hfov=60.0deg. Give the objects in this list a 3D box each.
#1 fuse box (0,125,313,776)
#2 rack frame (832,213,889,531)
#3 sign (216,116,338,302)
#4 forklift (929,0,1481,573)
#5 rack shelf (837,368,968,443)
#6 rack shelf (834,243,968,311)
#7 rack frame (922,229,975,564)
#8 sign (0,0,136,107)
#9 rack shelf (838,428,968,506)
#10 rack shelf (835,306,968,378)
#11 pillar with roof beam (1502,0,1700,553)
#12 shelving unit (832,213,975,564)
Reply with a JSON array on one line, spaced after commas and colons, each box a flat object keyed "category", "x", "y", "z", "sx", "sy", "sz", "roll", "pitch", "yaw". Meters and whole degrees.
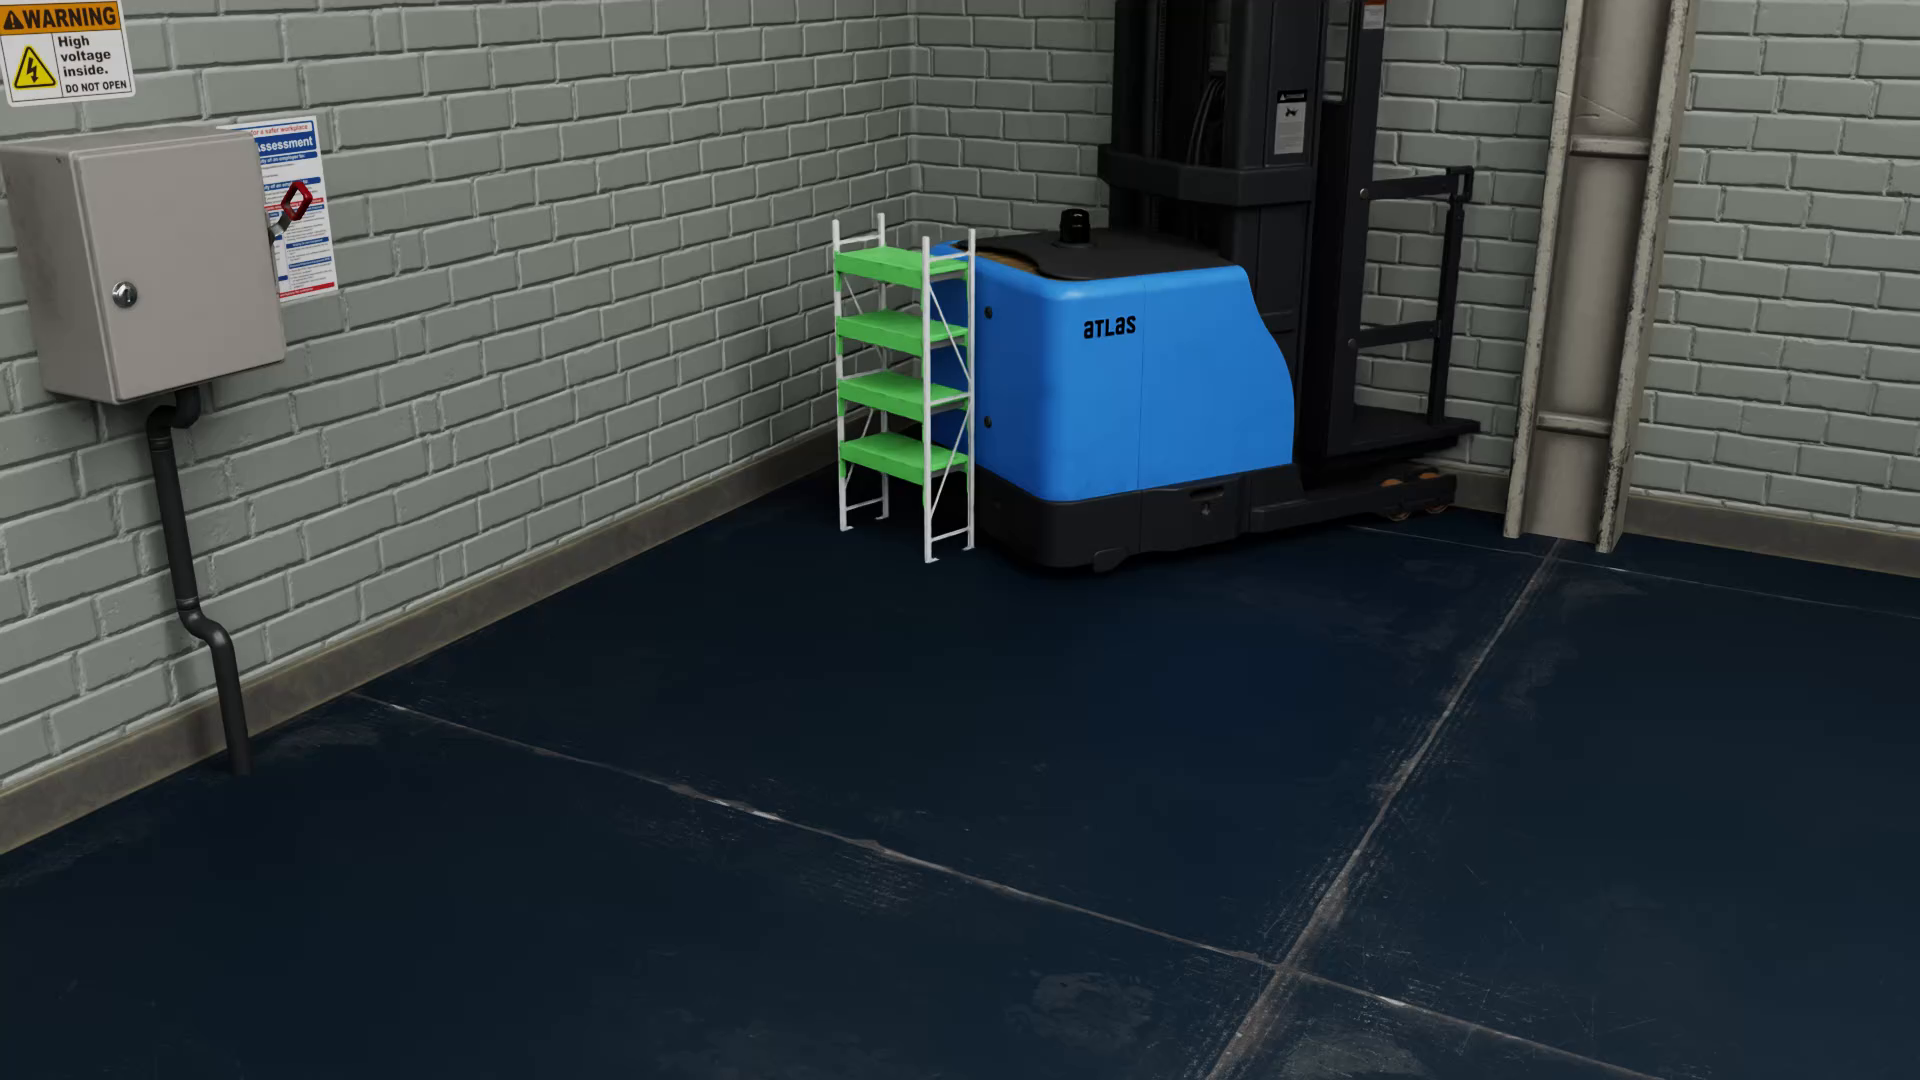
[{"category": "fuse box", "x": -1.949, "y": -0.169, "z": 4.321, "sx": 0.414, "sy": 1.711, "sz": 0.539, "roll": 11, "pitch": 23, "yaw": 27}, {"category": "rack frame", "x": -0.374, "y": -0.627, "z": 6.335, "sx": 0.240, "sy": 1.200, "sz": 0.015, "roll": -18, "pitch": 27, "yaw": -40}, {"category": "sign", "x": -1.889, "y": -0.911, "z": 4.618, "sx": 0.001, "sy": 0.494, "sz": 0.329, "roll": 11, "pitch": 23, "yaw": 27}, {"category": "forklift", "x": 1.406, "y": -1.599, "z": 6.474, "sx": 3.031, "sy": 2.935, "sz": 1.130, "roll": -10, "pitch": 22, "yaw": -26}, {"category": "rack shelf", "x": -0.206, "y": -0.507, "z": 6.190, "sx": 0.258, "sy": 0.148, "sz": 0.480, "roll": -18, "pitch": 27, "yaw": -40}, {"category": "rack shelf", "x": -0.206, "y": -0.958, "z": 6.027, "sx": 0.258, "sy": 0.148, "sz": 0.480, "roll": -18, "pitch": 27, "yaw": -40}, {"category": "rack frame", "x": -0.038, "y": -0.507, "z": 6.002, "sx": 0.240, "sy": 1.200, "sz": 0.015, "roll": -18, "pitch": 27, "yaw": -40}, {"category": "sign", "x": -2.157, "y": -1.181, "z": 4.010, "sx": 0.001, "sy": 0.242, "sz": 0.339, "roll": 11, "pitch": 23, "yaw": 27}, {"category": "rack shelf", "x": -0.206, "y": -0.281, "z": 6.272, "sx": 0.258, "sy": 0.148, "sz": 0.480, "roll": -18, "pitch": 27, "yaw": -40}, {"category": "rack shelf", "x": -0.206, "y": -0.733, "z": 6.109, "sx": 0.258, "sy": 0.148, "sz": 0.480, "roll": -18, "pitch": 27, "yaw": -40}, {"category": "pillar with roof beam", "x": 0.237, "y": -2.976, "z": 1.374, "sx": 0.400, "sy": 9.000, "sz": 9.100, "roll": 11, "pitch": 23, "yaw": 27}, {"category": "shelving unit", "x": -0.206, "y": -0.567, "z": 6.169, "sx": 0.258, "sy": 1.200, "sz": 0.503, "roll": -18, "pitch": 27, "yaw": -40}]
